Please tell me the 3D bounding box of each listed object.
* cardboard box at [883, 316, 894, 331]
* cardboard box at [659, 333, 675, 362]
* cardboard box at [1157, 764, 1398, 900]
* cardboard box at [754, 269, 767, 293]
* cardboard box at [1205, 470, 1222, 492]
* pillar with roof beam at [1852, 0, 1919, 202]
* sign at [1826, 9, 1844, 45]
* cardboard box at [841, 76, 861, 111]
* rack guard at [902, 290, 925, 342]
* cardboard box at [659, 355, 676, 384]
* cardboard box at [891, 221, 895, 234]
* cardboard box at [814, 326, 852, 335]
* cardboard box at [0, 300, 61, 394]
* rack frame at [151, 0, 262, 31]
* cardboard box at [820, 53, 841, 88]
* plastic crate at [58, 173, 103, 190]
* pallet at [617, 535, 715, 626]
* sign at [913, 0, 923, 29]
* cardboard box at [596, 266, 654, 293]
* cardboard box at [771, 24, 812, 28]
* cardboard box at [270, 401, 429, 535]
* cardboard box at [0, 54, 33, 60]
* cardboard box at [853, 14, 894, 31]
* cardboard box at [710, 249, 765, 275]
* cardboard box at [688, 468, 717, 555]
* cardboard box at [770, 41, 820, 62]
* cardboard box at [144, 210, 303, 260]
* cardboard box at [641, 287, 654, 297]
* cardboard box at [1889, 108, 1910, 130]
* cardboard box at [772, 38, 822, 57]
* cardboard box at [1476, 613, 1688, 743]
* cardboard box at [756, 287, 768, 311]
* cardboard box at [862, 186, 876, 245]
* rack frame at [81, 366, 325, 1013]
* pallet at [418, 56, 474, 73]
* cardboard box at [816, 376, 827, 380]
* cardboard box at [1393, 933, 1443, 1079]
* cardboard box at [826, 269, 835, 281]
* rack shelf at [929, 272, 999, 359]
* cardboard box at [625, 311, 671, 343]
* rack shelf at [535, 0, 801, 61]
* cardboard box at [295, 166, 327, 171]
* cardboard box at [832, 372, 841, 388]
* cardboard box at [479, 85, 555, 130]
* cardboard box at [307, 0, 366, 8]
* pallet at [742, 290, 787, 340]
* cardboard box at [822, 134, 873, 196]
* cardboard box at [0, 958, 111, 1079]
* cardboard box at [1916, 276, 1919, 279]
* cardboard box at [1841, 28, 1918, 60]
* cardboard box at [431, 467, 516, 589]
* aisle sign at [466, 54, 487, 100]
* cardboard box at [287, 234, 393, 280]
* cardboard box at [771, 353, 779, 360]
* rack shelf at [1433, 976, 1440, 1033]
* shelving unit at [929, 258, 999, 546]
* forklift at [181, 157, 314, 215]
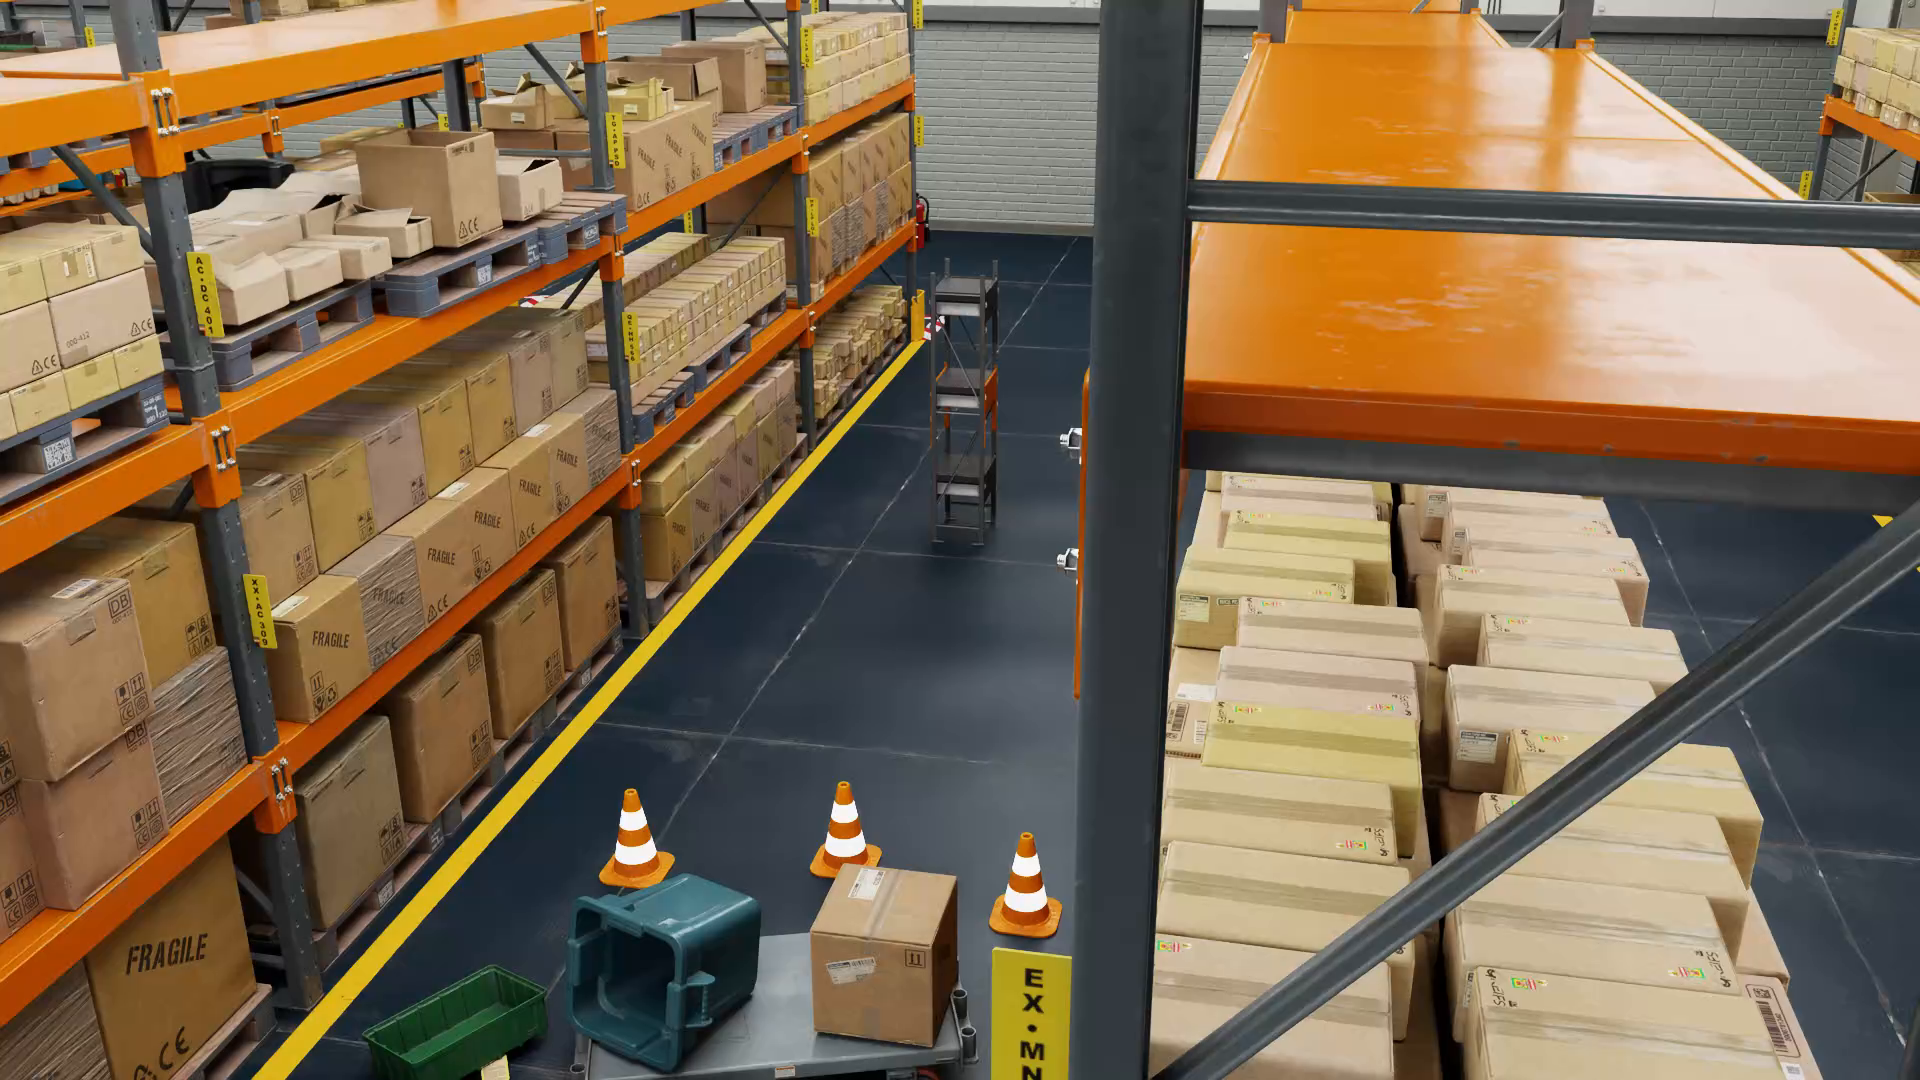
[{"bbox_3d":[-0.907,-2.303,17.411,0.380,0.149,0.250,4,22,9],"label":"cardboard box"},{"bbox_3d":[-2.207,-1.346,11.557,0.380,0.149,0.250,4,22,9],"label":"cardboard box"},{"bbox_3d":[0.532,0.518,2.806,0.380,0.149,0.250,4,22,10],"label":"cardboard box"},{"bbox_3d":[-1.785,-2.103,13.436,0.380,0.149,0.250,5,23,13],"label":"cardboard box"},{"bbox_3d":[0.893,-0.235,4.676,0.380,0.149,0.250,4,22,11],"label":"cardboard box"},{"bbox_3d":[5.970,-7.008,18.209,9.100,9.000,0.400,4,22,11],"label":"pillar with roof beam"},{"bbox_3d":[8.221,-4.818,15.616,0.100,0.325,0.005,4,22,11],"label":"sign"},{"bbox_3d":[-1.219,-4.078,15.150,0.500,0.250,0.500,5,23,13],"label":"cardboard box"},{"bbox_3d":[-0.990,-2.510,18.416,1.175,0.500,0.348,4,22,11],"label":"rack guard"},{"bbox_3d":[-2.208,-1.195,11.579,0.380,0.149,0.250,6,23,14],"label":"cardboard box"},{"bbox_3d":[-0.888,-3.259,17.266,0.380,0.149,0.250,4,22,10],"label":"cardboard box"},{"bbox_3d":[-1.262,-1.975,16.200,0.380,0.149,0.250,4,22,9],"label":"cardboard box"},{"bbox_3d":[-3.376,-0.625,5.481,0.500,0.250,0.500,4,22,11],"label":"cardboard box"},{"bbox_3d":[-6.626,-5.432,14.296,1.000,3.000,0.127,4,22,11],"label":"rack frame"},{"bbox_3d":[-1.351,-4.128,14.604,0.500,0.250,0.500,4,22,11],"label":"cardboard box"},{"bbox_3d":[-10.544,-4.397,19.629,0.616,0.435,0.499,4,22,11],"label":"plastic crate"},{"bbox_3d":[-2.446,0.236,11.984,1.003,0.211,1.213,4,22,11],"label":"pallet"},{"bbox_3d":[-0.435,-5.450,17.169,0.100,0.325,0.005,4,22,11],"label":"sign"},{"bbox_3d":[-2.584,-2.006,12.798,0.380,0.149,0.250,5,23,13],"label":"cardboard box"},{"bbox_3d":[-1.609,-4.769,15.662,0.380,0.149,0.250,5,23,13],"label":"cardboard box"},{"bbox_3d":[-3.121,-0.374,8.294,0.700,0.500,0.500,5,22,11],"label":"cardboard box"},{"bbox_3d":[-7.298,-3.370,12.495,0.500,0.500,0.500,6,23,14],"label":"cardboard box"},{"bbox_3d":[-0.880,-5.207,16.751,0.380,0.149,0.250,5,22,12],"label":"cardboard box"},{"bbox_3d":[-1.790,-2.234,13.363,0.380,0.149,0.250,4,22,9],"label":"cardboard box"},{"bbox_3d":[-2.114,-0.230,12.193,0.500,0.500,0.500,5,22,12],"label":"cardboard box"},{"bbox_3d":[-1.406,-4.158,14.145,0.380,0.149,0.250,4,22,9],"label":"cardboard box"},{"bbox_3d":[-3.386,-1.340,7.655,0.500,0.250,0.500,4,22,10],"label":"cardboard box"},{"bbox_3d":[-2.584,-1.861,12.836,0.380,0.149,0.250,4,22,10],"label":"cardboard box"},{"bbox_3d":[8.005,-3.511,13.877,0.380,0.149,0.250,5,22,12],"label":"cardboard box"},{"bbox_3d":[-1.410,-4.254,14.383,0.380,0.149,0.250,4,22,10],"label":"cardboard box"},{"bbox_3d":[1.261,0.282,3.391,0.380,0.149,0.250,5,22,12],"label":"cardboard box"},{"bbox_3d":[-1.783,-1.966,13.494,0.380,0.149,0.250,4,22,11],"label":"cardboard box"},{"bbox_3d":[-1.130,-3.142,16.107,0.500,0.500,0.500,6,23,14],"label":"cardboard box"},{"bbox_3d":[-3.423,0.692,7.121,1.000,3.000,0.127,4,22,11],"label":"rack frame"},{"bbox_3d":[-5.951,-5.190,17.829,1.003,0.211,1.213,4,22,11],"label":"pallet"},{"bbox_3d":[-1.440,-1.452,15.300,0.380,0.149,0.250,5,22,11],"label":"cardboard box"},{"bbox_3d":[0.468,0.827,2.572,0.500,0.250,0.500,4,22,10],"label":"cardboard box"},{"bbox_3d":[-1.368,-2.497,15.374,0.380,0.149,0.250,3,22,9],"label":"cardboard box"},{"bbox_3d":[0.034,-1.671,12.355,0.431,0.518,0.480,4,22,11],"label":"rack shelf"},{"bbox_3d":[-2.216,-1.468,11.460,0.380,0.149,0.250,4,22,11],"label":"cardboard box"},{"bbox_3d":[-2.199,-3.766,11.658,1.077,0.370,4.000,4,22,11],"label":"rack shelf"},{"bbox_3d":[-6.278,-3.221,15.635,0.500,0.500,0.500,4,22,11],"label":"cardboard box"},{"bbox_3d":[-1.345,-1.504,15.827,0.380,0.149,0.250,4,22,10],"label":"cardboard box"},{"bbox_3d":[-2.779,-2.732,10.448,0.396,0.266,0.258,4,22,11],"label":"cardboard box"},{"bbox_3d":[-6.231,-5.401,16.400,0.500,0.250,0.500,4,22,9],"label":"cardboard box"},{"bbox_3d":[-2.089,-1.877,13.755,1.003,0.211,1.213,4,22,11],"label":"pallet"},{"bbox_3d":[-1.130,-3.589,15.880,0.500,0.500,0.500,4,22,9],"label":"cardboard box"},{"bbox_3d":[-3.800,2.037,6.063,0.875,0.875,0.875,5,22,11],"label":"cardboard box"},{"bbox_3d":[7.889,-1.974,13.543,0.500,0.250,0.500,5,22,11],"label":"cardboard box"},{"bbox_3d":[8.416,-4.528,15.200,0.500,0.250,0.500,4,22,10],"label":"cardboard box"},{"bbox_3d":[-2.742,-0.080,8.902,0.500,0.500,0.500,5,22,12],"label":"cardboard box"},{"bbox_3d":[-5.501,-5.321,18.572,0.394,0.787,0.004,4,22,11],"label":"aisle sign"},{"bbox_3d":[-2.883,-1.317,7.734,0.380,0.149,0.250,4,22,11],"label":"cardboard box"},{"bbox_3d":[-1.916,-1.721,15.568,0.380,0.149,0.250,4,22,10],"label":"cardboard box"},{"bbox_3d":[1.035,0.706,4.034,1.077,0.370,4.000,4,22,11],"label":"rack shelf"},{"bbox_3d":[0.034,-1.035,12.612,0.431,2.100,0.503,4,22,11],"label":"shelving unit"},{"bbox_3d":[-5.049,-1.076,11.601,1.130,2.935,3.031,4,22,10],"label":"forklift"}]
